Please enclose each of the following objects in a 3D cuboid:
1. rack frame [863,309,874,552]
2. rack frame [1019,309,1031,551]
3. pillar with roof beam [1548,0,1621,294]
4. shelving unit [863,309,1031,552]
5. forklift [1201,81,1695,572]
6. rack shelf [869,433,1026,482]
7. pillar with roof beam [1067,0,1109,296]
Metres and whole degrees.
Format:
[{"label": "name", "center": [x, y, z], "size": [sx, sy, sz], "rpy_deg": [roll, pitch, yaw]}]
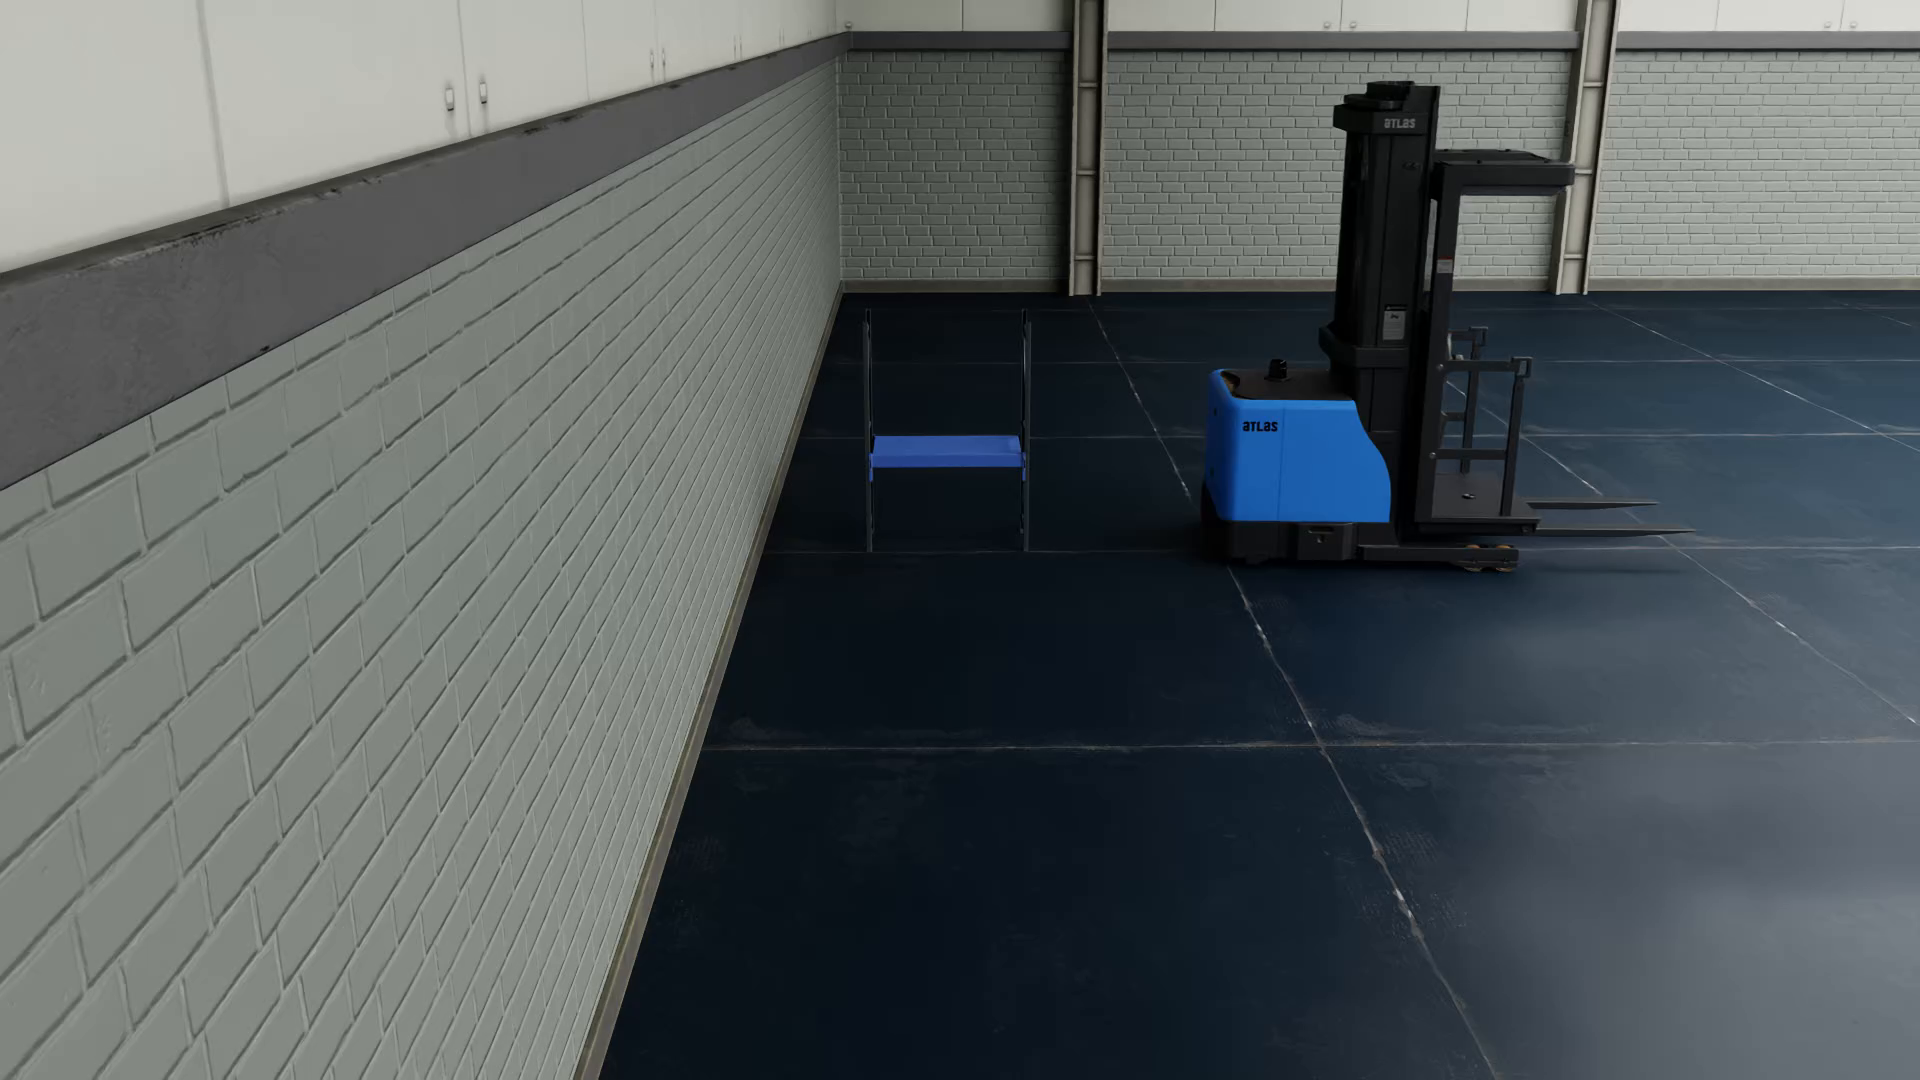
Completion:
[{"label": "rack frame", "center": [-0.594, -0.711, 10.810], "size": [0.032, 1.500, 0.500], "rpy_deg": [0, 18, -1]}, {"label": "rack frame", "center": [0.423, -0.716, 10.825], "size": [0.032, 1.500, 0.500], "rpy_deg": [0, 18, -1]}, {"label": "pillar with roof beam", "center": [7.594, -6.040, 15.146], "size": [0.400, 9.000, 9.100], "rpy_deg": [0, 18, -1]}, {"label": "shelving unit", "center": [-0.085, -0.714, 10.817], "size": [1.048, 1.500, 0.538], "rpy_deg": [0, 18, -1]}, {"label": "forklift", "center": [3.145, -1.361, 10.491], "size": [3.031, 2.935, 1.130], "rpy_deg": [1, 18, 2]}, {"label": "rack shelf", "center": [-0.085, -0.542, 10.872], "size": [1.000, 0.185, 0.538], "rpy_deg": [0, 18, -1]}, {"label": "pillar with roof beam", "center": [1.595, -6.012, 15.055], "size": [0.400, 9.000, 9.100], "rpy_deg": [0, 18, -1]}]
